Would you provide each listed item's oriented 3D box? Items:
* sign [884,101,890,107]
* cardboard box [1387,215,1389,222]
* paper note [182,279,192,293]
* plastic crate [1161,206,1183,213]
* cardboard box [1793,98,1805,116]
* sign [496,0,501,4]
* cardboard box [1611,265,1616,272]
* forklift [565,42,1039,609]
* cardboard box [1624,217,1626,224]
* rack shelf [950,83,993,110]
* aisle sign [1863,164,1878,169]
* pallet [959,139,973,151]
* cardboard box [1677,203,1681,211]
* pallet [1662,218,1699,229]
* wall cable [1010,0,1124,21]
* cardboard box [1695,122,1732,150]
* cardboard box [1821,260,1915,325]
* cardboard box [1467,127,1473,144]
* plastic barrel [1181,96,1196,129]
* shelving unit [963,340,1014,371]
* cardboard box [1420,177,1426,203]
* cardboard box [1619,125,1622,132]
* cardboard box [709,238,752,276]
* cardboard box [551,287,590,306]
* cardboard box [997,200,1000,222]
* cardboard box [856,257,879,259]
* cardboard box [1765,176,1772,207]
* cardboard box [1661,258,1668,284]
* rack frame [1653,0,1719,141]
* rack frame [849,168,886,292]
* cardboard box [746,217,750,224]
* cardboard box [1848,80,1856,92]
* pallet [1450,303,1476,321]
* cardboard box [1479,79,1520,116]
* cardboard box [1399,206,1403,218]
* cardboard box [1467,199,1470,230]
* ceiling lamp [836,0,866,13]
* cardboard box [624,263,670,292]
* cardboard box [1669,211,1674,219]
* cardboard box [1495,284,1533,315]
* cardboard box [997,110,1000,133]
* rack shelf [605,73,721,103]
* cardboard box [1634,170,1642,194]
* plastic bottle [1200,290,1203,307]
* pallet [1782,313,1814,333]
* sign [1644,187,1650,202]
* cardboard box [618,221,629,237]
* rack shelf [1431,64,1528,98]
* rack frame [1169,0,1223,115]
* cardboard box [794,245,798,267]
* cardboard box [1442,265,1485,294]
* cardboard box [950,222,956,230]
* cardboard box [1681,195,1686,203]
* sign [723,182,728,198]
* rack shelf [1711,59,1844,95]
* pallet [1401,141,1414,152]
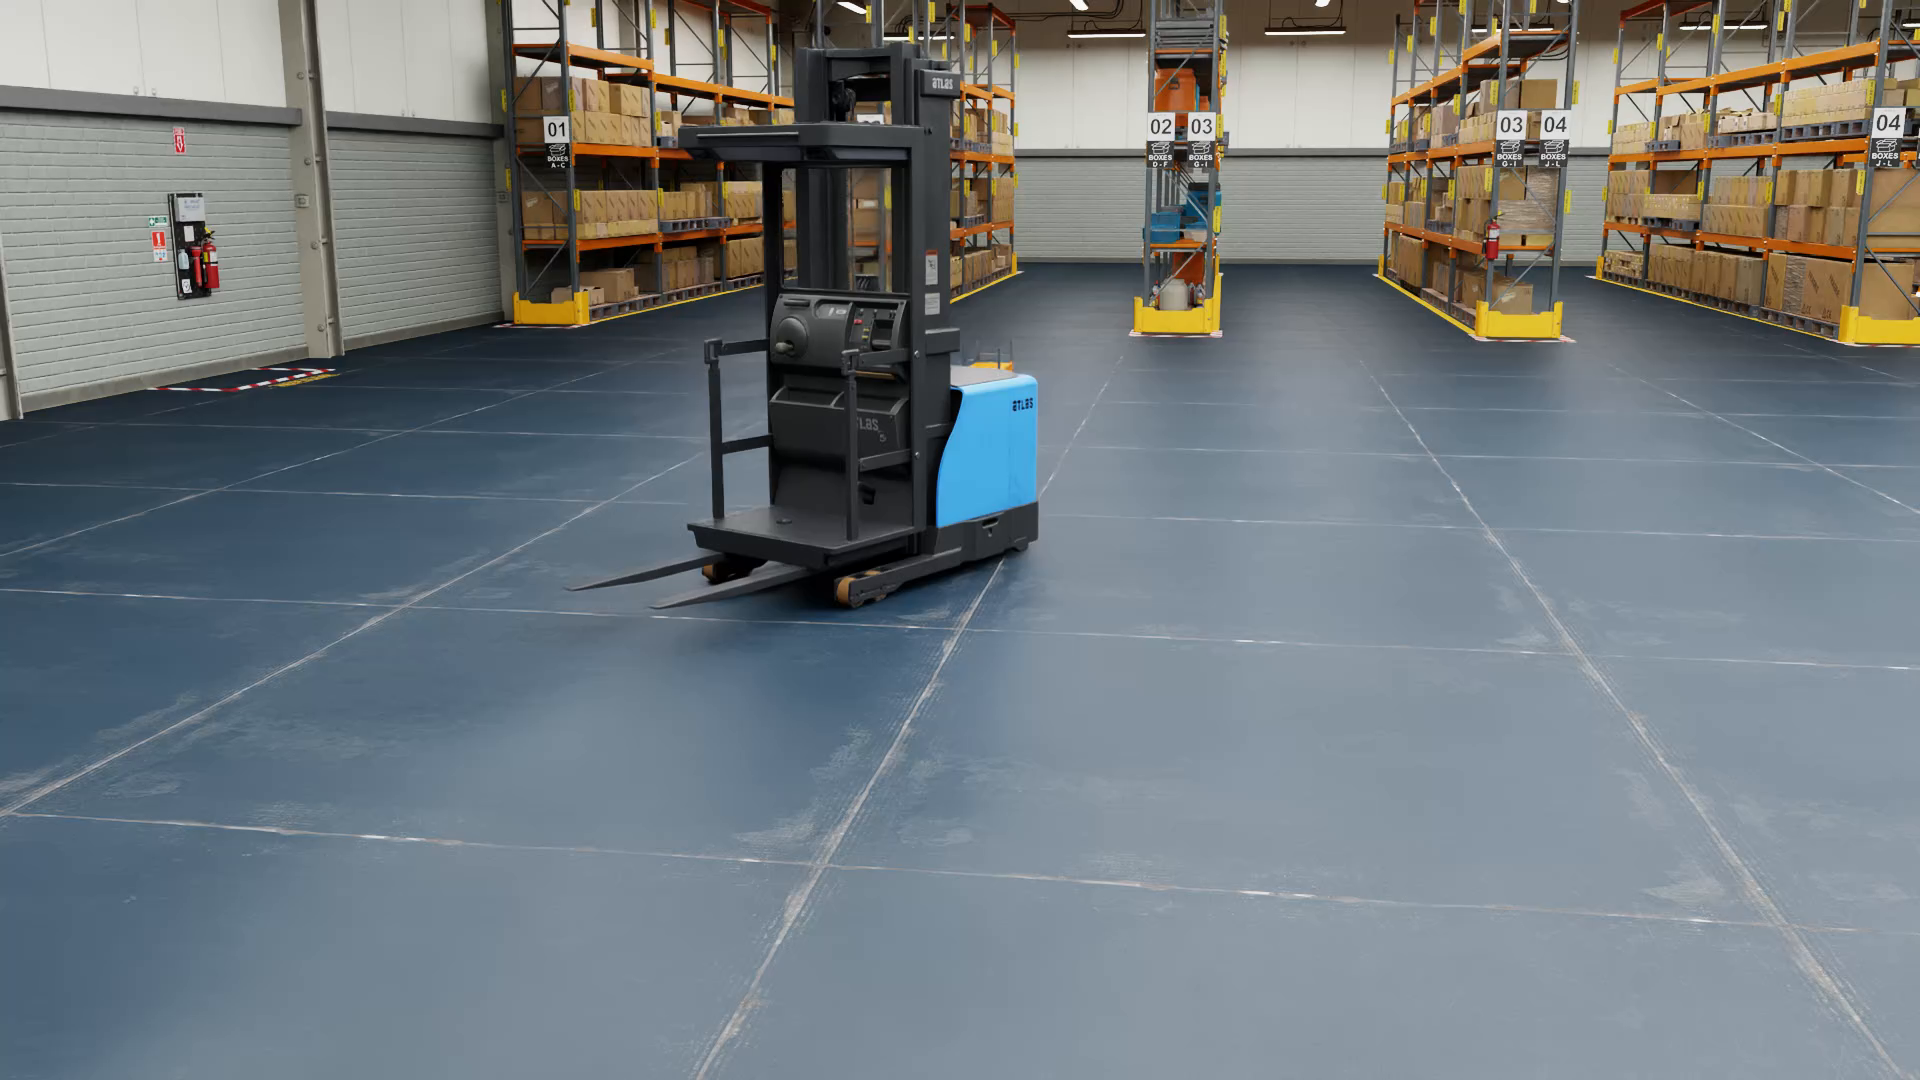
[{"bbox_3d":[-1.095,-6.672,24.949,0.100,0.325,0.005,2,12,9],"label":"sign"},{"bbox_3d":[10.149,-7.475,38.654,0.380,0.149,0.250,2,12,7],"label":"cardboard box"},{"bbox_3d":[-8.721,-2.865,18.757,0.016,0.148,0.142,2,12,9],"label":"paper note"},{"bbox_3d":[3.931,-5.968,30.912,0.402,0.464,0.583,2,12,9],"label":"plastic crate"},{"bbox_3d":[13.218,-6.683,25.678,0.500,0.250,0.500,2,12,8],"label":"cardboard box"},{"bbox_3d":[-7.083,-8.407,25.552,0.100,0.325,0.005,2,12,9],"label":"sign"},{"bbox_3d":[14.956,-6.140,37.635,0.380,0.149,0.250,2,12,9],"label":"cardboard box"},{"bbox_3d":[-0.805,-1.188,9.048,1.130,2.935,3.031,9,15,36],"label":"forklift"},{"bbox_3d":[14.928,-7.080,36.821,0.380,0.149,0.250,2,12,11],"label":"cardboard box"},{"bbox_3d":[-0.104,-9.226,34.600,1.077,0.370,4.000,2,12,9],"label":"rack shelf"},{"bbox_3d":[20.716,-8.722,37.676,0.394,0.787,0.004,2,12,9],"label":"aisle sign"},{"bbox_3d":[-0.428,-7.654,32.217,1.213,0.211,1.003,2,12,11],"label":"pallet"},{"bbox_3d":[13.965,-6.377,31.855,0.380,0.149,0.250,2,12,10],"label":"cardboard box"},{"bbox_3d":[14.525,-6.240,32.784,1.003,0.211,1.213,2,12,9],"label":"pallet"},{"bbox_3d":[2.877,-15.334,44.872,3.097,2.526,0.112,2,12,9],"label":"wall cable"},{"bbox_3d":[14.098,-7.563,31.109,0.500,0.500,0.500,2,12,9],"label":"cardboard box"},{"bbox_3d":[13.070,-3.565,23.963,0.875,0.875,0.875,2,12,9],"label":"cardboard box"},{"bbox_3d":[8.275,-6.364,26.139,0.500,0.250,0.500,1,12,6],"label":"cardboard box"},{"bbox_3d":[3.301,-6.602,25.446,0.600,0.588,0.600,0,12,0],"label":"plastic barrel"},{"bbox_3d":[0.180,-0.661,10.714,0.258,1.200,0.503,2,12,10],"label":"shelving unit"},{"bbox_3d":[9.704,-7.069,33.554,0.797,0.503,0.637,2,12,10],"label":"cardboard box"},{"bbox_3d":[15.046,-9.252,37.405,0.380,0.149,0.250,2,12,9],"label":"cardboard box"},{"bbox_3d":[-4.923,-6.069,35.641,0.750,0.750,0.750,2,12,8],"label":"cardboard box"},{"bbox_3d":[-6.342,-3.960,27.087,0.500,0.311,0.500,0,12,2],"label":"cardboard box"},{"bbox_3d":[0.627,-7.510,37.982,0.500,0.500,0.500,2,12,10],"label":"cardboard box"},{"bbox_3d":[-1.561,-4.525,28.118,0.500,0.500,0.500,2,12,9],"label":"cardboard box"},{"bbox_3d":[13.717,-5.729,27.347,0.700,0.500,0.500,2,12,8],"label":"cardboard box"},{"bbox_3d":[14.354,-5.372,33.235,0.500,0.500,0.500,2,12,10],"label":"cardboard box"},{"bbox_3d":[14.877,-9.686,34.077,1.000,3.000,0.127,2,12,9],"label":"rack frame"},{"bbox_3d":[-1.642,-4.759,25.455,1.000,3.000,0.127,2,12,9],"label":"rack frame"},{"bbox_3d":[-4.755,-6.906,35.967,0.380,0.149,0.250,2,12,10],"label":"cardboard box"},{"bbox_3d":[12.827,-6.429,23.555,0.380,0.149,0.250,2,12,10],"label":"cardboard box"},{"bbox_3d":[8.692,-3.766,27.465,1.003,0.211,1.213,2,12,9],"label":"pallet"},{"bbox_3d":[8.134,-6.673,25.086,0.500,0.500,0.500,2,12,9],"label":"cardboard box"},{"bbox_3d":[9.800,-7.107,36.003,0.500,0.250,0.500,2,12,8],"label":"cardboard box"},{"bbox_3d":[8.541,-5.162,26.382,0.875,0.500,0.500,2,12,9],"label":"cardboard box"},{"bbox_3d":[-2.048,-12.938,35.312,0.800,3.185,2.000,2,12,9],"label":"ceiling lamp"},{"bbox_3d":[-5.826,-4.898,30.990,0.700,0.500,0.500,2,12,11],"label":"cardboard box"},{"bbox_3d":[14.044,-6.334,32.362,0.380,0.149,0.250,1,12,6],"label":"cardboard box"},{"bbox_3d":[8.258,-3.550,24.781,0.500,0.500,0.500,4,13,19],"label":"cardboard box"},{"bbox_3d":[0.528,-9.567,38.035,0.700,0.500,0.500,2,12,9],"label":"cardboard box"},{"bbox_3d":[-5.615,-8.553,31.477,1.077,0.370,4.000,2,12,9],"label":"rack shelf"},{"bbox_3d":[14.756,-7.651,35.557,0.500,0.500,0.500,1,12,7],"label":"cardboard box"},{"bbox_3d":[3.891,-3.899,26.866,0.061,0.283,0.133,2,12,10],"label":"plastic bottle"},{"bbox_3d":[13.267,-3.314,25.371,1.003,0.211,1.213,2,12,9],"label":"pallet"},{"bbox_3d":[14.339,-7.192,34.692,0.100,0.325,0.005,2,12,9],"label":"sign"},{"bbox_3d":[-5.919,-5.266,28.116,0.500,0.250,0.500,2,12,9],"label":"cardboard box"},{"bbox_3d":[9.068,-8.071,29.243,1.077,0.370,4.000,2,12,9],"label":"rack shelf"},{"bbox_3d":[4.482,-9.195,31.802,1.000,3.000,0.127,2,12,9],"label":"rack frame"},{"bbox_3d":[-4.239,-6.875,40.209,0.700,0.500,0.500,1,12,7],"label":"cardboard box"},{"bbox_3d":[9.140,-4.721,30.169,0.700,0.500,0.500,3,13,13],"label":"cardboard box"},{"bbox_3d":[-0.277,-6.105,32.298,0.380,0.149,0.250,2,12,9],"label":"cardboard box"},{"bbox_3d":[13.925,-6.463,31.550,0.380,0.149,0.250,2,12,8],"label":"cardboard box"},{"bbox_3d":[-4.770,-7.095,33.737,0.100,0.325,0.005,2,12,9],"label":"sign"},{"bbox_3d":[13.954,-7.890,28.400,1.077,0.370,4.000,2,12,9],"label":"rack shelf"},{"bbox_3d":[10.127,-8.528,36.035,1.003,0.211,1.213,2,12,9],"label":"pallet"}]
